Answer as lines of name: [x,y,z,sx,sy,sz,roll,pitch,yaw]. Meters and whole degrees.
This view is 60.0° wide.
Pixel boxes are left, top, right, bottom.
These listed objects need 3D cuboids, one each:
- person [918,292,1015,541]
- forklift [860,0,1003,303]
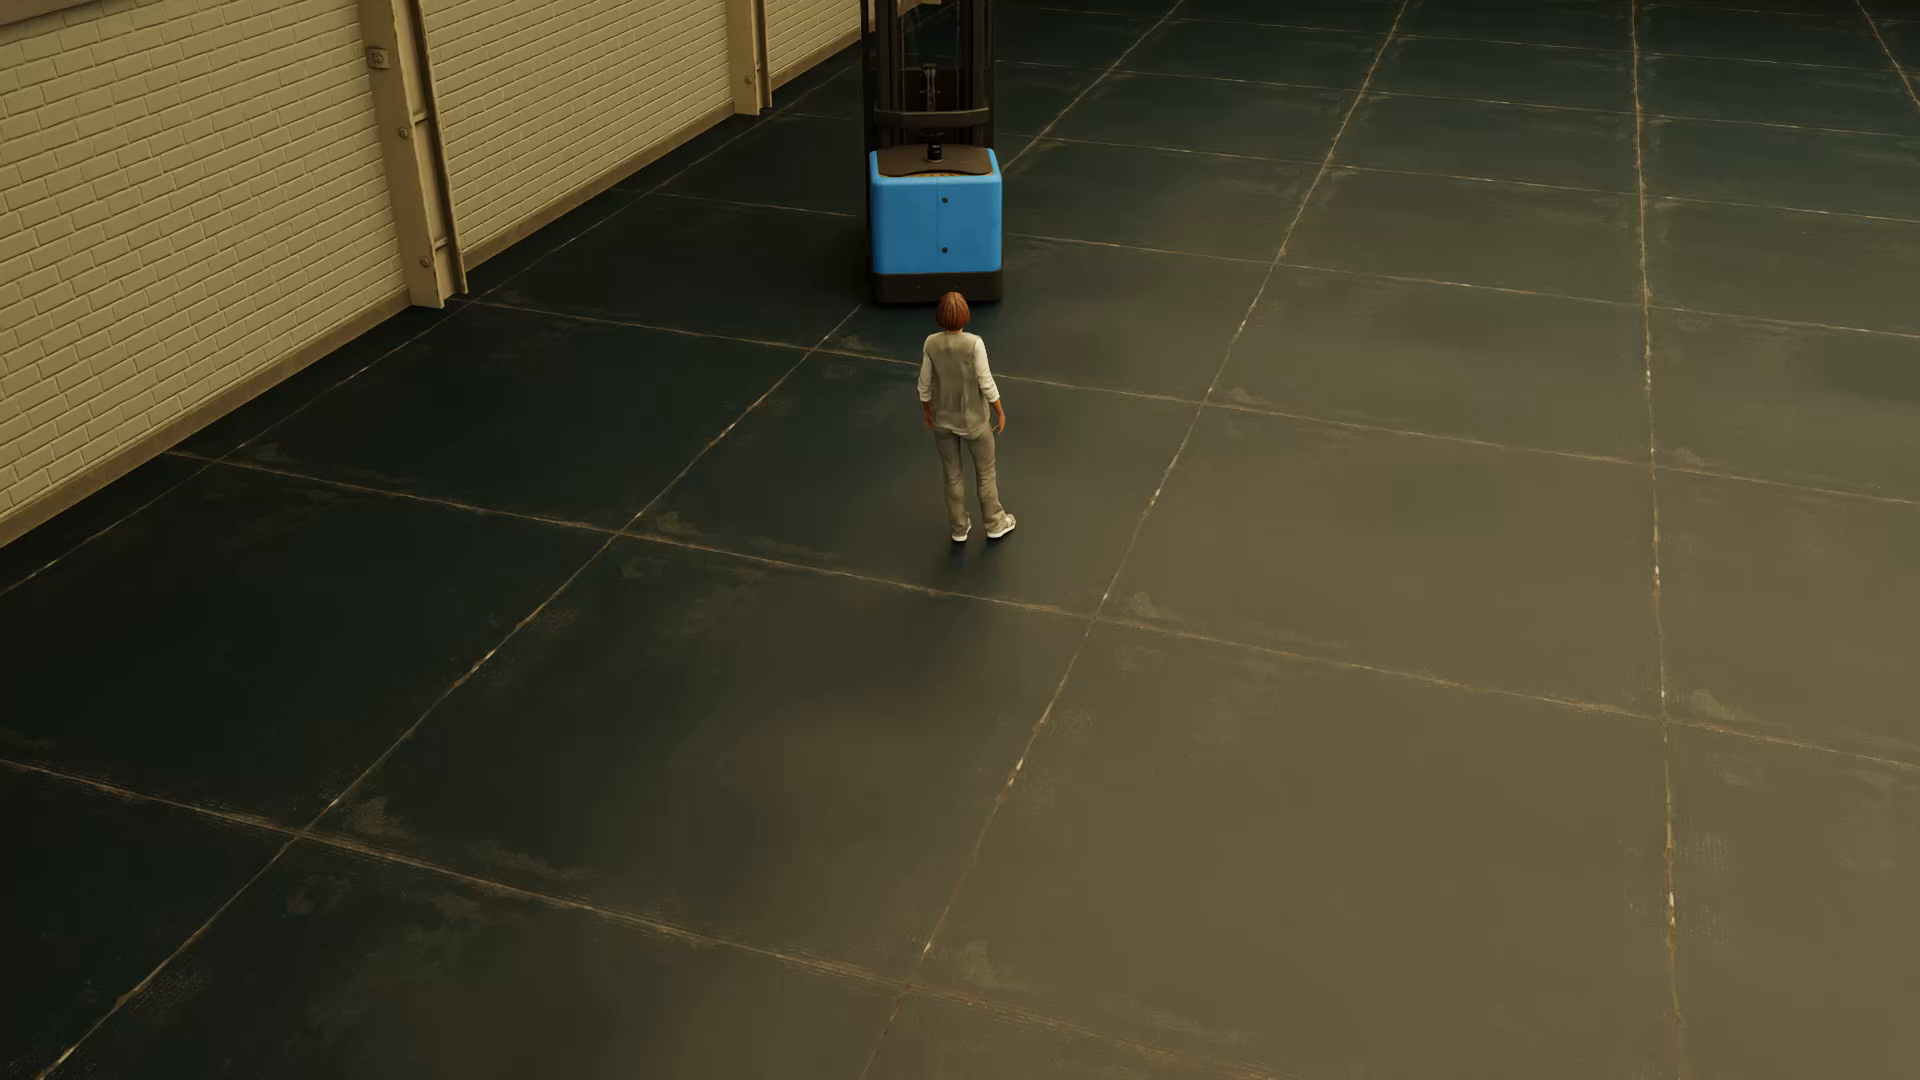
person: [0.037,-0.732,9.753,0.520,1.597,0.475,10,31,16]
forklift: [-0.276,-3.864,13.916,1.130,2.935,3.031,-2,30,-3]
